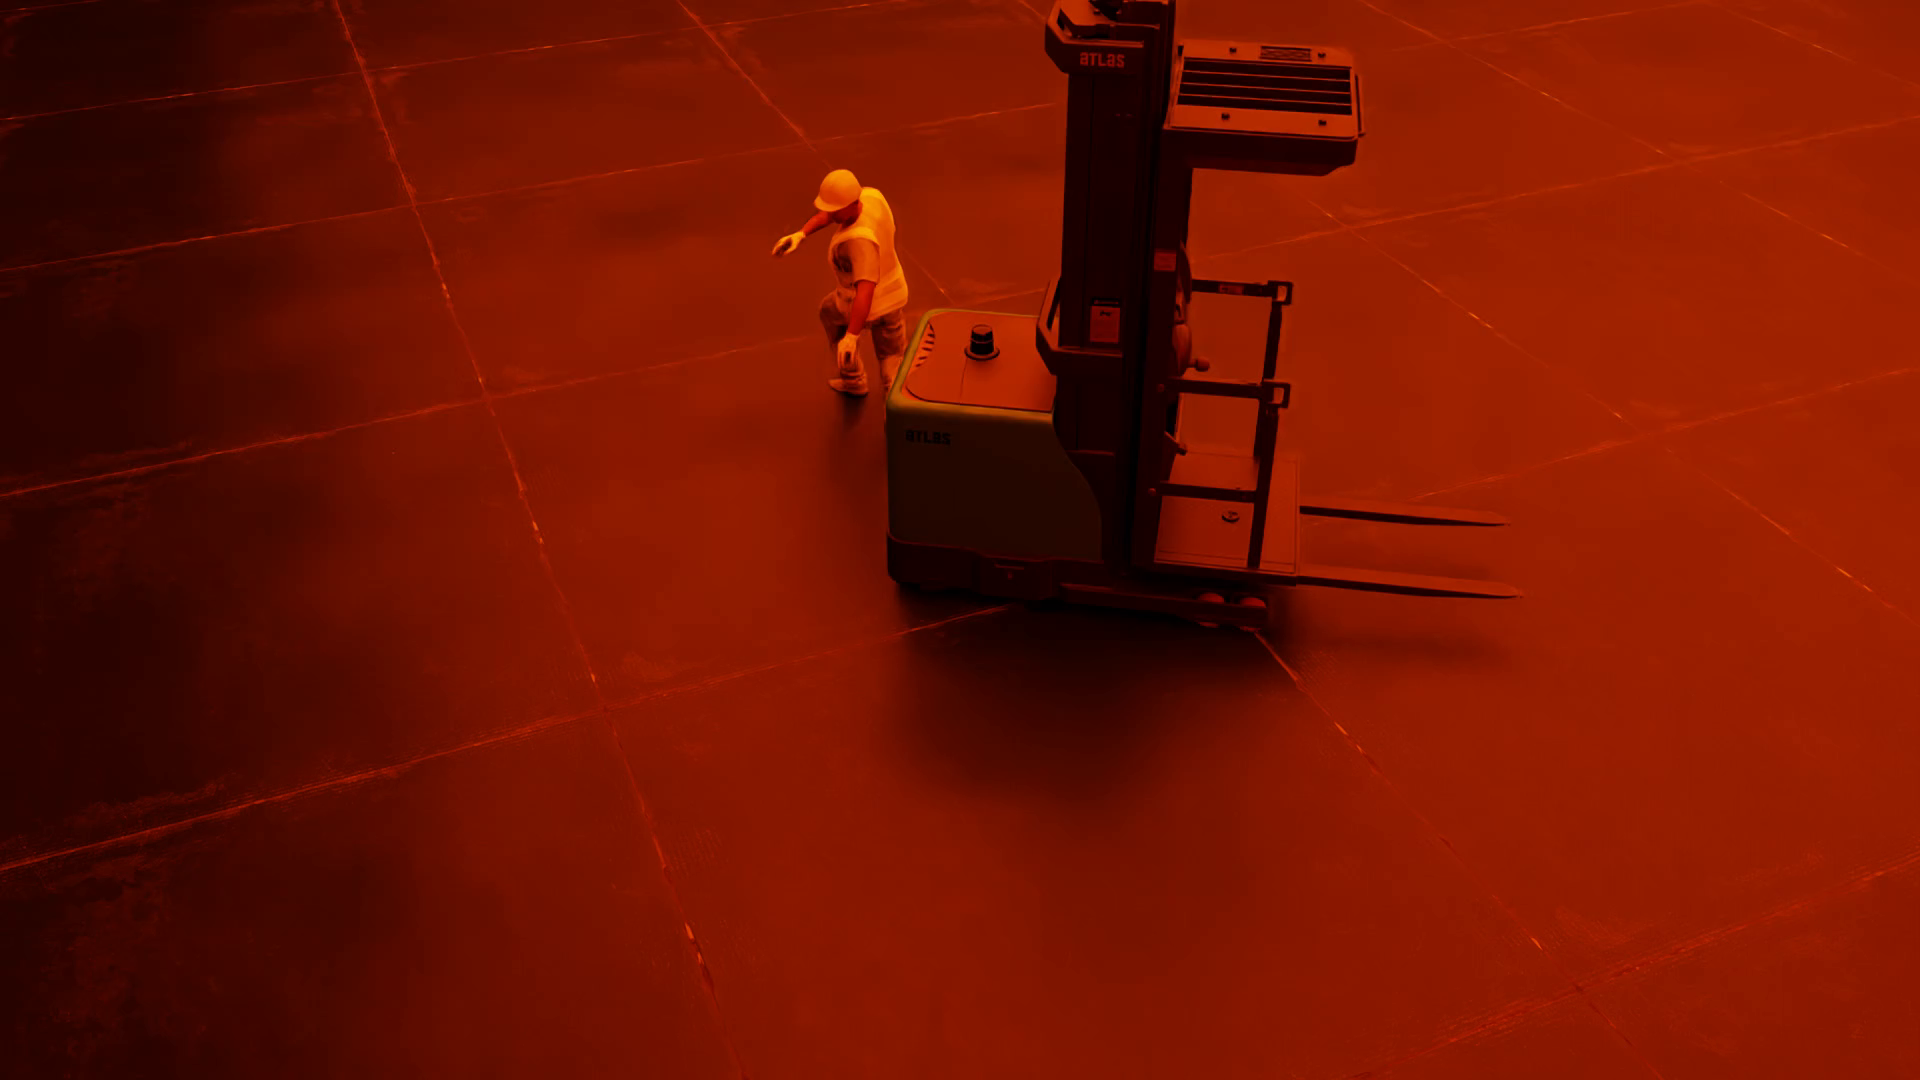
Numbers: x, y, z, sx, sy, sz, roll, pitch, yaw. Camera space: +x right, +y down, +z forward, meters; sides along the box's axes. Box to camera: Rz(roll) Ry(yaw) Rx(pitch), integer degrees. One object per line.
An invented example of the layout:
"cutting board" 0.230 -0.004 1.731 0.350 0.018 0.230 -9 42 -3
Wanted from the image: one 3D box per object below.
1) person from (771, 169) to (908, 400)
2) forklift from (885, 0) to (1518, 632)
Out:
"person" -0.579 -1.328 9.231 0.698 1.543 0.939 -26 43 -31
"forklift" 1.205 -1.087 7.628 3.031 2.935 1.130 6 36 8
